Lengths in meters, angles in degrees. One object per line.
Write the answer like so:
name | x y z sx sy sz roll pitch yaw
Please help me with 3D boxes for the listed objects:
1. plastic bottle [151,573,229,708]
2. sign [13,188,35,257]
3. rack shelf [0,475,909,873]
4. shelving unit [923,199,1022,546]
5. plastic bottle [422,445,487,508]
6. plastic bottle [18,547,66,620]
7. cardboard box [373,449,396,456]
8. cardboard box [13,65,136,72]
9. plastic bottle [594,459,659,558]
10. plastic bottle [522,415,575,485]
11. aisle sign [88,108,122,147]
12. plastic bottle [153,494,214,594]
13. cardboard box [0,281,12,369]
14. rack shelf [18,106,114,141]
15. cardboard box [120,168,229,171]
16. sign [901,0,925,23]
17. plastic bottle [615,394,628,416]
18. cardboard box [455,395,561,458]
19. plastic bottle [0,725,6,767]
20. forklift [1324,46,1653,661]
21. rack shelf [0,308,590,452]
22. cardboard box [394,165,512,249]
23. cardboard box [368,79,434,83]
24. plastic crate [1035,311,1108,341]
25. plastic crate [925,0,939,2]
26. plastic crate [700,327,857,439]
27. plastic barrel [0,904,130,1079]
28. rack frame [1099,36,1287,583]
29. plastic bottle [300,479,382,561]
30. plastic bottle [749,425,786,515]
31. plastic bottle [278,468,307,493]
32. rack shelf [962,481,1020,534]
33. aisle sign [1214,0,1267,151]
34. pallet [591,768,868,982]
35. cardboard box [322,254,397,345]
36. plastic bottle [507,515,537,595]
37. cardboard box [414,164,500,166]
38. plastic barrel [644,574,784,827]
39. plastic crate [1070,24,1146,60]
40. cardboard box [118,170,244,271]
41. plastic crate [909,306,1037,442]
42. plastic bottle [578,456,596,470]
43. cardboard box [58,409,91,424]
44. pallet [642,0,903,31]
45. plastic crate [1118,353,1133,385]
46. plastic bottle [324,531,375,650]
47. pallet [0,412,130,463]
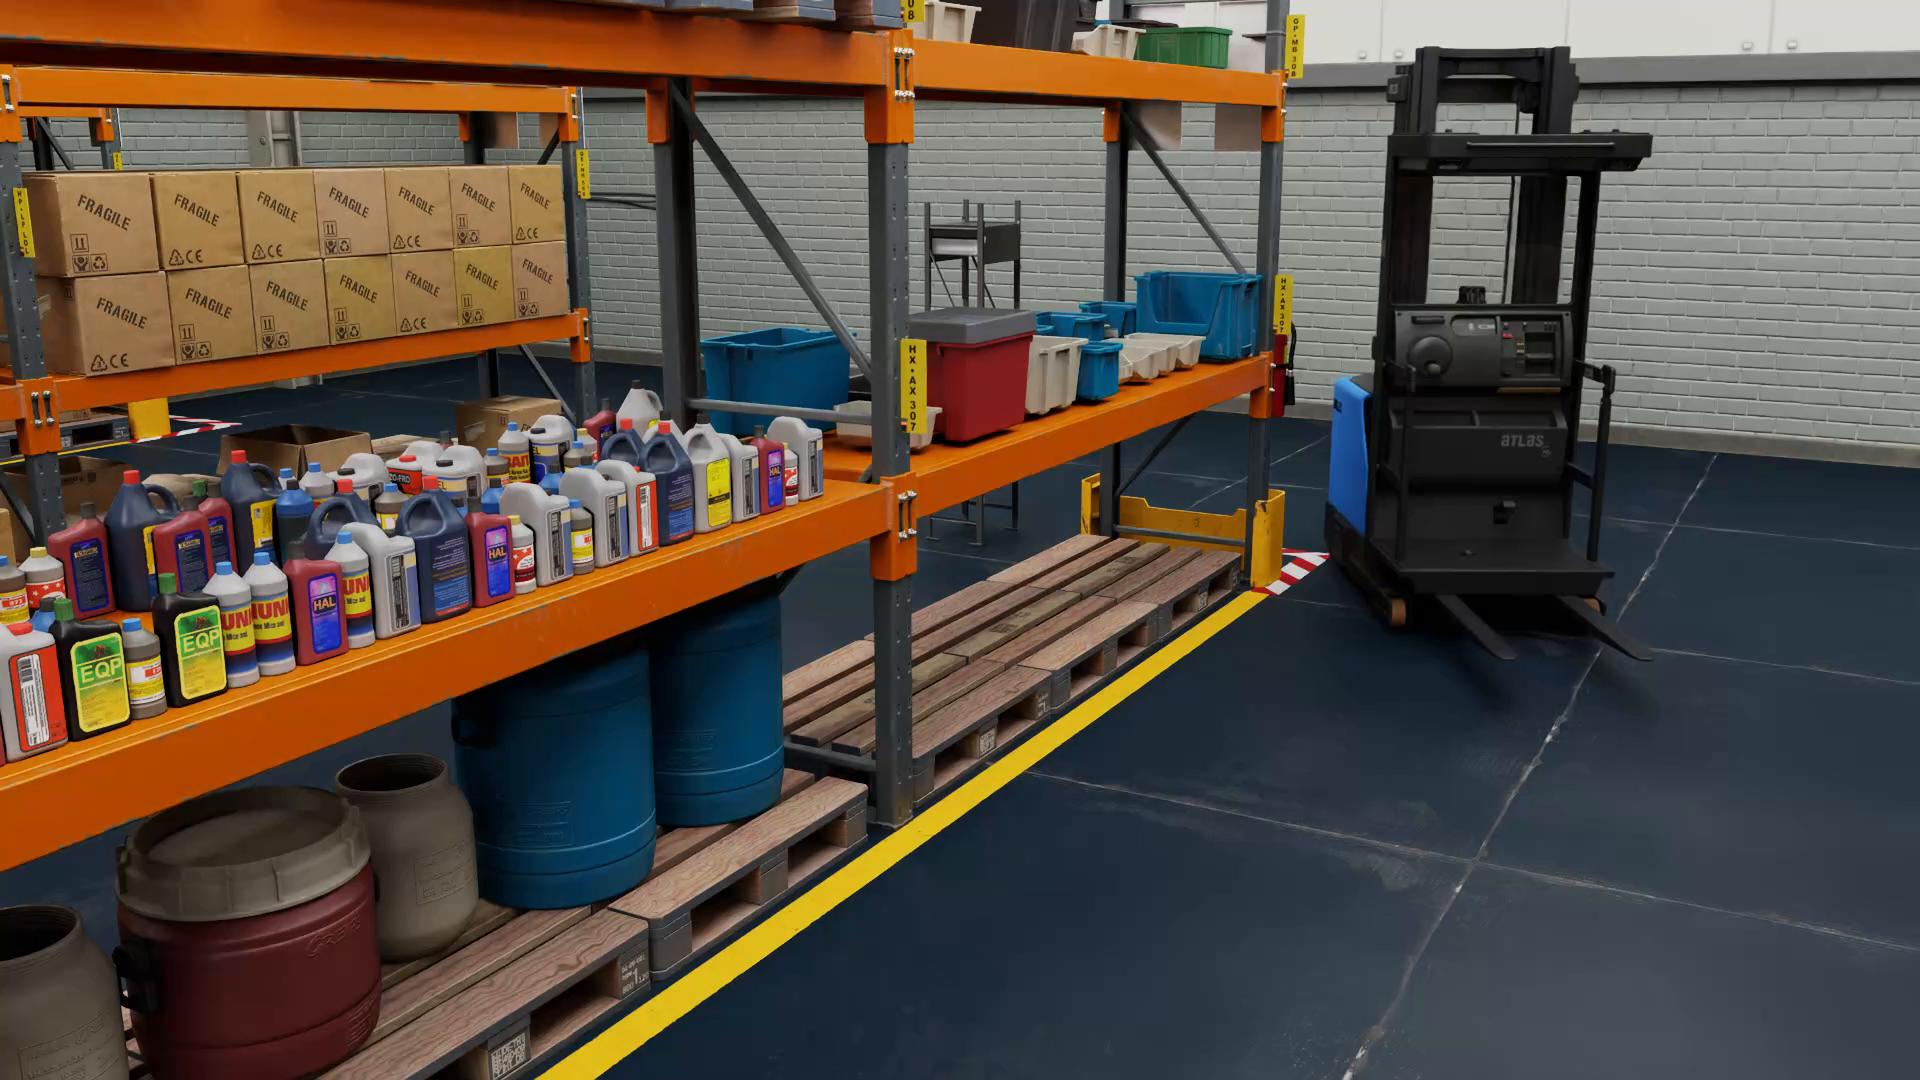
plastic bottle | -1.642 0.203 3.542 0.061 0.283 0.133 7 15 28
sign | -4.487 -1.521 7.971 0.100 0.325 0.005 7 15 28
rack shelf | -1.607 0.302 4.416 1.077 0.370 4.000 7 15 28
shelving unit | 0.080 -1.055 10.428 0.431 2.100 0.503 7 15 28
plastic bottle | -1.512 -0.139 4.973 0.152 0.276 0.135 7 15 28
plastic bottle | -2.240 0.119 4.063 0.097 0.201 0.097 0 14 0
cardboard box | -4.036 -0.433 10.859 0.500 0.250 0.500 7 15 28
cardboard box | -4.523 -2.477 8.328 0.500 0.250 0.500 7 15 28
plastic bottle | -0.969 -0.102 4.820 0.152 0.276 0.135 7 15 28
plastic bottle | -1.375 -0.271 5.522 0.152 0.276 0.135 7 15 28
aisle sign | -7.082 -3.646 13.709 0.394 0.787 0.004 7 15 28
plastic bottle | -1.984 0.032 4.250 0.061 0.283 0.133 7 15 28
cardboard box | -4.958 -1.200 8.899 0.500 0.500 0.500 8 16 29
rack shelf | -8.346 -3.099 12.124 1.077 0.370 4.000 7 15 28
cardboard box | -4.468 -1.897 9.653 0.500 0.500 0.500 8 15 28
sign | -0.160 -1.858 5.421 0.100 0.325 0.005 7 15 28
plastic bottle | -1.191 -0.374 5.935 0.061 0.283 0.133 7 15 28
cardboard box | -3.088 -0.700 11.431 0.500 0.500 0.500 7 15 28
plastic bottle | -1.883 0.305 3.117 0.061 0.283 0.133 7 15 28
forklift | 2.759 -1.033 8.564 1.130 2.935 3.031 0 14 1
rack shelf | -4.008 -1.081 10.151 1.077 0.370 4.000 7 15 28
cardboard box | -3.259 -2.149 10.701 0.500 0.500 0.500 8 16 30
cardboard box | -3.540 -2.885 10.021 0.500 0.250 0.500 7 15 28
plastic crate | 0.567 -1.078 8.834 0.416 0.233 0.300 7 15 28
plastic crate | -0.049 -2.260 7.359 0.437 0.282 0.530 7 15 28
plastic crate | -0.714 -0.614 6.586 0.392 0.384 0.575 7 15 28
plastic barrel | -2.158 1.140 3.818 0.421 0.512 0.421 0 14 0
rack frame | 1.293 -1.279 9.437 1.000 3.000 0.127 7 15 28
plastic bottle | -1.529 0.028 4.123 0.144 0.351 0.185 7 15 28
plastic bottle | -0.620 -0.231 5.341 0.061 0.283 0.133 7 15 28
plastic bottle | -1.885 -0.065 4.679 0.097 0.271 0.097 0 14 0
rack shelf | 0.080 -0.361 10.596 0.431 0.518 0.480 7 15 28
aisle sign | 1.584 -2.524 9.056 0.394 0.787 0.004 7 15 28
pallet | -1.050 1.051 5.723 1.003 0.211 1.213 7 15 28
cardboard box | -3.757 -1.455 9.954 0.500 0.500 0.500 7 15 27
plastic bottle | -1.178 0.037 4.406 0.097 0.201 0.097 0 14 0
cardboard box | -3.487 -2.314 11.386 0.500 0.500 0.500 8 16 30
plastic barrel | -0.919 0.468 5.775 0.600 0.901 0.708 7 15 28
plastic crate | 0.511 -2.157 7.242 0.437 0.136 0.530 7 15 28
cardboard box | -4.252 -1.725 8.943 0.500 0.500 0.500 7 15 26
plastic crate | 0.011 -0.673 6.661 0.402 0.464 0.583 7 15 28
plastic bottle | -1.087 -0.110 4.864 0.097 0.271 0.097 0 14 0
cardboard box | -7.630 -1.235 13.694 0.700 0.500 0.500 7 15 28
pallet | -0.934 -1.653 4.991 1.213 0.211 1.003 7 15 28
plastic crate | 0.664 -0.811 7.933 0.298 0.136 0.250 7 15 28
plastic bottle | -1.444 0.115 3.929 0.097 0.271 0.097 0 14 0
pallet | -7.698 -0.873 13.703 1.003 0.211 1.213 7 15 28
